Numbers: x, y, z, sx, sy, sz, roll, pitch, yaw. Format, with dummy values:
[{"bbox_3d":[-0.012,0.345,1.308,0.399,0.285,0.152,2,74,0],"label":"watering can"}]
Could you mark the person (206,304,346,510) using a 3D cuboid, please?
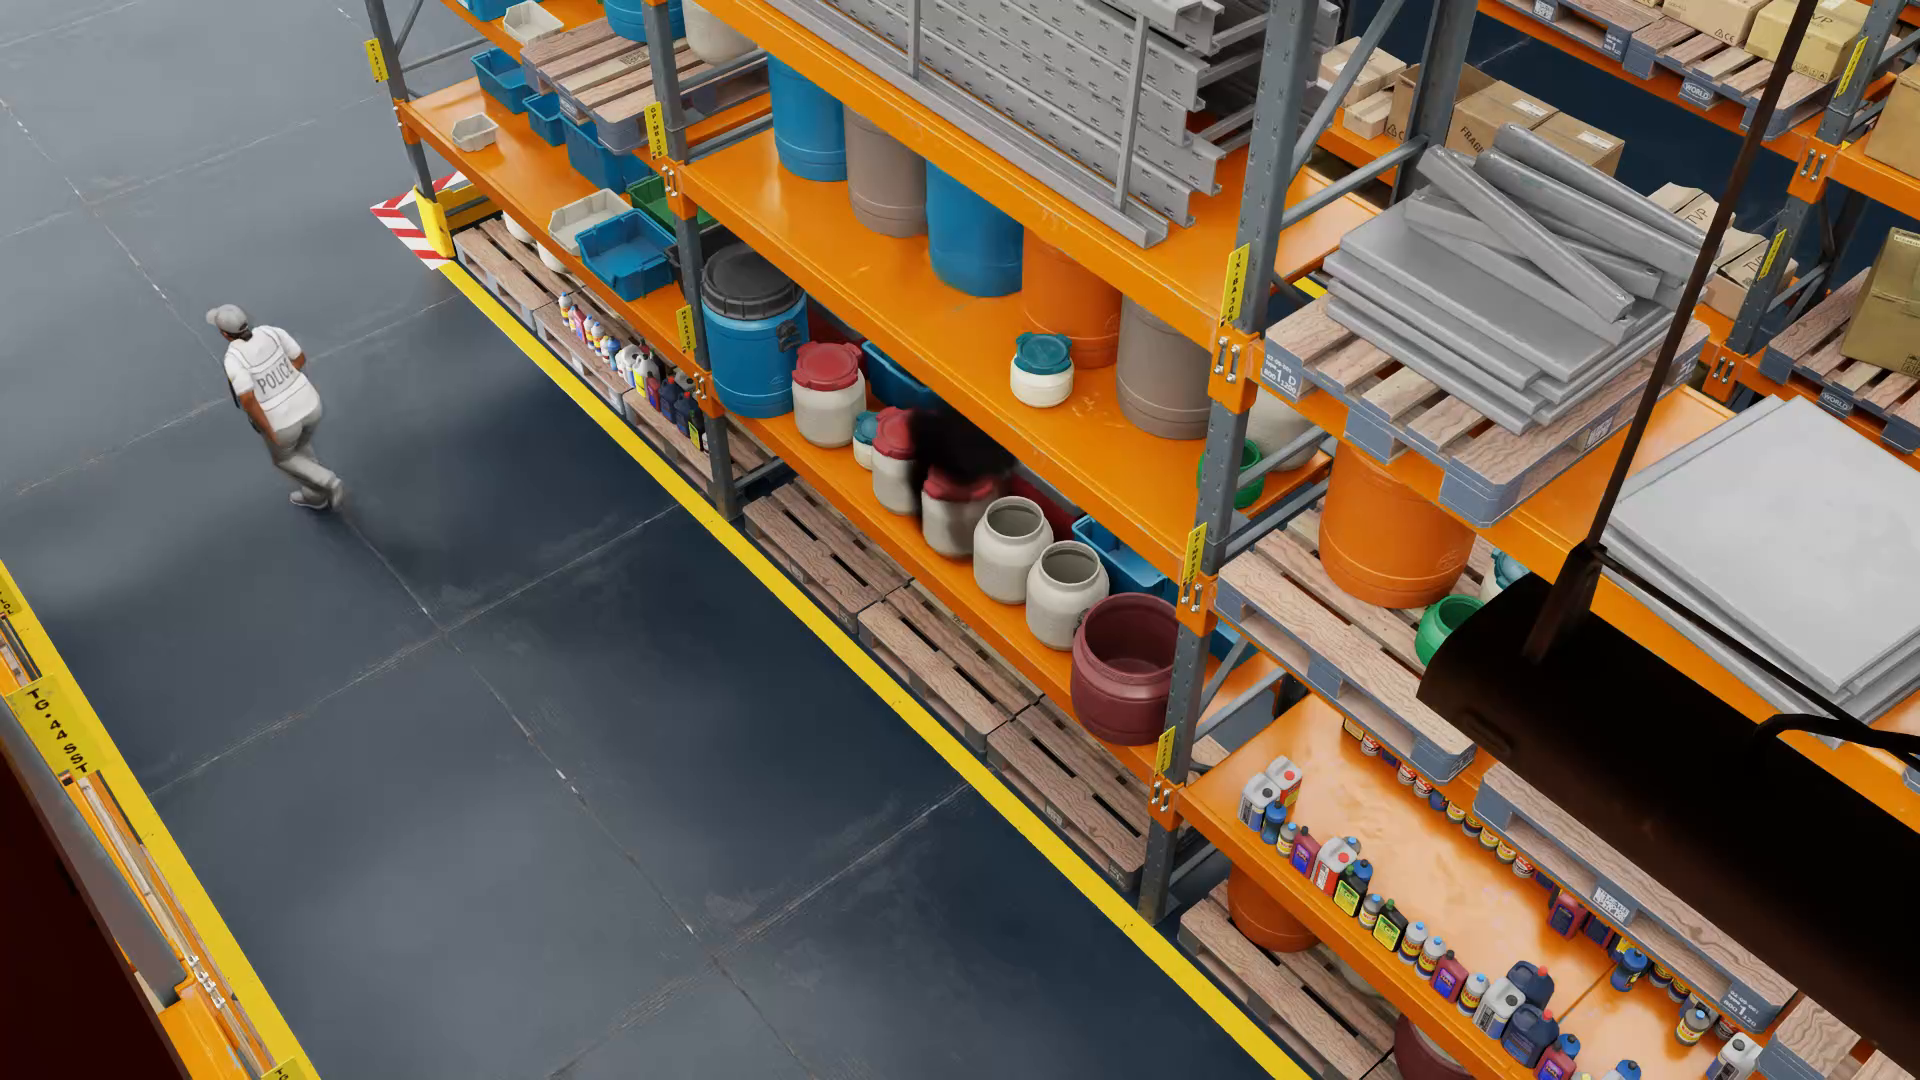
[{"bbox_3d":[-4.302,-0.790,10.653,0.759,1.609,0.572,25,51,22],"label":"person"}]
